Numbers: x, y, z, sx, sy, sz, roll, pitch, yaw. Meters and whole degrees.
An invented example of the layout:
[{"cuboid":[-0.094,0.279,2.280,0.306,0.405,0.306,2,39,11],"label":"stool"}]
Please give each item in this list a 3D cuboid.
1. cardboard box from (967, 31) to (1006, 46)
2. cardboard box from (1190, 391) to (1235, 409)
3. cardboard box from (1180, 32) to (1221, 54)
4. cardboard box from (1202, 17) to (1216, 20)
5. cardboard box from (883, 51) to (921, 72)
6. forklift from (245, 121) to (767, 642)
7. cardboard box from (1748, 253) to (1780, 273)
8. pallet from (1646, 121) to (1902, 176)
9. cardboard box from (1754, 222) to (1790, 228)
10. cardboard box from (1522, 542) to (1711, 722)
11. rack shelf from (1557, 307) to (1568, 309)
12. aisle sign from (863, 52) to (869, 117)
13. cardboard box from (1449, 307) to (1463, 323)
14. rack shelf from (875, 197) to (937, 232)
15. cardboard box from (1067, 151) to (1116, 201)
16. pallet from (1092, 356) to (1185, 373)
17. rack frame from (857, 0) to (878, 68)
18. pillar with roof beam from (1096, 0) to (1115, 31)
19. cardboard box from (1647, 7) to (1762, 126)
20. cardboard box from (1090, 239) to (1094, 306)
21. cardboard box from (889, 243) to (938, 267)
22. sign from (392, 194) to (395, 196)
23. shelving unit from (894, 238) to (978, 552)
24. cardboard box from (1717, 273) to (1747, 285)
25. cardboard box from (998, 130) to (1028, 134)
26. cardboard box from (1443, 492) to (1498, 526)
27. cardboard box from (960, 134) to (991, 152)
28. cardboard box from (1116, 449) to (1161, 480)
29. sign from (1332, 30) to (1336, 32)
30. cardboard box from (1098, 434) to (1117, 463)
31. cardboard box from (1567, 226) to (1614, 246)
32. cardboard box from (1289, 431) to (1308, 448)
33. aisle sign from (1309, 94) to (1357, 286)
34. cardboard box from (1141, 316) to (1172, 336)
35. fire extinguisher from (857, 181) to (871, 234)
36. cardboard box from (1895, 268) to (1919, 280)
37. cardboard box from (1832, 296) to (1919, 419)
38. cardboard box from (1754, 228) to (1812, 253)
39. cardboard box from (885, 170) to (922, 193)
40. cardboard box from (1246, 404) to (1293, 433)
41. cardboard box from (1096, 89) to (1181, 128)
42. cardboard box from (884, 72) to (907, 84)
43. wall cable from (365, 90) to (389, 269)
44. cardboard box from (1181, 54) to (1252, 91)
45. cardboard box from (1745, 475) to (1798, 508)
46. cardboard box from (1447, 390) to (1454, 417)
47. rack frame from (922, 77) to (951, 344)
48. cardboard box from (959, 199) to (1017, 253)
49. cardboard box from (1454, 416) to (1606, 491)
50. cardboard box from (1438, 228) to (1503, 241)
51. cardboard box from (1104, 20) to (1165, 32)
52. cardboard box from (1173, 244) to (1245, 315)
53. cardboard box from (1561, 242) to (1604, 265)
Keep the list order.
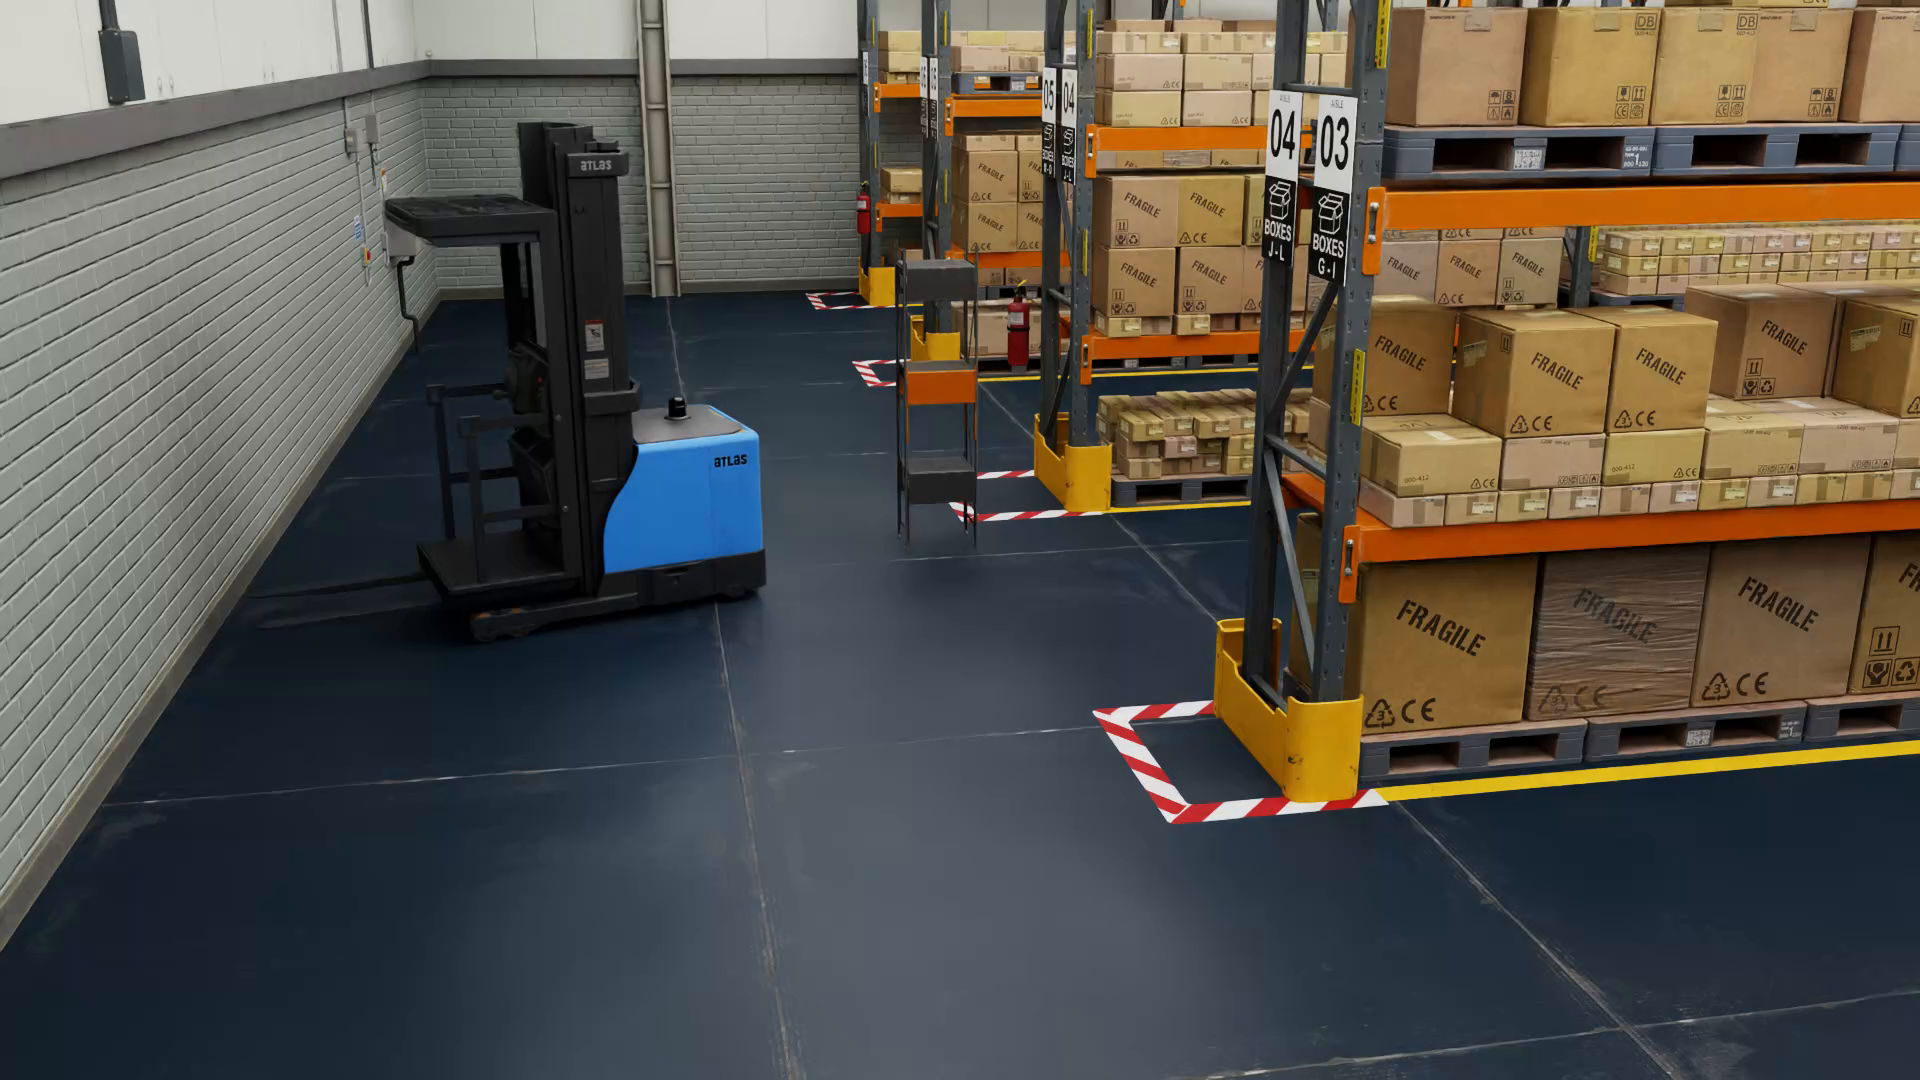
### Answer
[{"cuboid":[0.288,-6.414,21.374,0.500,0.250,0.500,-4,17,-11],"label":"cardboard box"},{"cuboid":[2.020,-1.081,13.349,0.250,0.149,0.380,-4,18,-13],"label":"cardboard box"},{"cuboid":[1.689,-3.559,11.905,0.250,0.149,0.380,-3,17,-11],"label":"cardboard box"},{"cuboid":[3.279,-6.850,22.226,0.258,0.266,0.396,-3,17,-10],"label":"cardboard box"},{"cuboid":[-0.702,-6.114,21.248,0.500,0.250,0.500,-3,17,-11],"label":"cardboard box"},{"cuboid":[-2.791,-0.974,9.992,3.031,2.935,1.130,-9,19,-26],"label":"forklift"},{"cuboid":[6.223,-2.206,13.092,0.250,0.149,0.380,-3,17,-8],"label":"cardboard box"},{"cuboid":[3.563,-1.881,7.868,1.213,0.211,1.003,-3,17,-10],"label":"pallet"},{"cuboid":[6.623,-2.566,13.755,0.250,0.149,0.380,-3,17,-11],"label":"cardboard box"},{"cuboid":[3.143,0.330,8.533,0.875,0.875,0.875,-3,17,-10],"label":"cardboard box"},{"cuboid":[6.685,-1.802,13.794,4.000,0.370,1.077,-3,17,-10],"label":"rack shelf"},{"cuboid":[-1.201,-5.818,21.216,0.004,0.787,0.394,-3,17,-10],"label":"aisle sign"},{"cuboid":[3.713,-1.793,12.967,0.250,0.149,0.380,-4,17,-12],"label":"cardboard box"},{"cuboid":[0.774,-4.431,22.354,4.000,0.370,1.077,-3,17,-10],"label":"rack shelf"},{"cuboid":[1.291,-3.765,17.087,0.500,0.500,0.500,-3,17,-11],"label":"cardboard box"},{"cuboid":[1.722,-2.034,18.074,1.213,0.211,1.003,-3,17,-10],"label":"pallet"},{"cuboid":[-1.189,-7.531,21.005,0.127,3.000,1.000,-3,17,-10],"label":"rack frame"},{"cuboid":[2.700,-6.734,18.410,0.400,9.000,9.100,-3,17,-10],"label":"pillar with roof beam"},{"cuboid":[3.210,-2.190,7.668,0.500,0.500,0.700,-4,18,-14],"label":"cardboard box"},{"cuboid":[1.187,-2.101,12.865,0.500,0.500,0.500,-3,17,-9],"label":"cardboard box"},{"cuboid":[-0.571,-3.678,22.213,0.637,0.503,0.797,-4,18,-13],"label":"cardboard box"},{"cuboid":[-6.328,-3.611,18.621,0.001,0.494,0.329,-3,17,-10],"label":"sign"},{"cuboid":[-0.163,-0.995,11.473,0.503,2.100,0.431,-3,17,-10],"label":"shelving unit"},{"cuboid":[5.960,-2.048,13.082,0.250,0.149,0.380,-3,17,-10],"label":"cardboard box"},{"cuboid":[0.553,-4.206,17.418,0.250,0.149,0.380,-3,17,-11],"label":"cardboard box"},{"cuboid":[2.299,-0.195,7.766,0.250,0.149,0.380,-4,17,-11],"label":"cardboard box"},{"cuboid":[0.157,-4.008,16.776,0.250,0.149,0.380,-3,17,-9],"label":"cardboard box"},{"cuboid":[1.369,-0.586,12.752,0.250,0.149,0.380,-3,17,-9],"label":"cardboard box"},{"cuboid":[3.790,-5.014,16.905,0.005,0.325,0.100,-3,17,-10],"label":"sign"},{"cuboid":[1.272,-0.739,13.248,0.250,0.149,0.380,-3,17,-10],"label":"cardboard box"},{"cuboid":[5.079,-2.478,13.469,0.250,0.149,0.380,-2,17,-8],"label":"cardboard box"},{"cuboid":[2.634,-0.837,13.062,0.250,0.149,0.380,-2,17,-8],"label":"cardboard box"},{"cuboid":[1.622,-1.528,7.250,0.004,0.787,0.394,-3,17,-10],"label":"aisle sign"},{"cuboid":[1.417,-1.641,12.473,0.250,0.149,0.380,-3,17,-8],"label":"cardboard box"},{"cuboid":[-1.246,-4.307,21.491,0.183,0.674,0.296,-3,17,-10],"label":"fire extinguisher"},{"cuboid":[7.510,-2.137,13.373,0.250,0.149,0.380,-3,17,-11],"label":"cardboard box"},{"cuboid":[4.670,-0.898,8.099,0.500,0.500,0.500,-3,17,-10],"label":"cardboard box"},{"cuboid":[6.465,-2.361,13.089,0.250,0.149,0.380,-3,17,-8],"label":"cardboard box"},{"cuboid":[-0.693,-4.681,21.694,0.500,0.250,0.500,-3,17,-10],"label":"cardboard box"},{"cuboid":[2.395,-0.942,12.898,0.250,0.149,0.380,-3,17,-8],"label":"cardboard box"},{"cuboid":[1.284,-3.125,12.023,0.500,0.250,0.500,-3,17,-8],"label":"cardboard box"},{"cuboid":[-0.832,-5.928,21.322,0.250,0.149,0.380,-3,17,-9],"label":"cardboard box"},{"cuboid":[-6.056,-3.806,17.363,0.122,1.984,0.588,-3,17,-10],"label":"wall cable"},{"cuboid":[1.787,-3.391,12.040,0.500,0.250,0.500,-3,17,-11],"label":"cardboard box"},{"cuboid":[3.814,-0.282,8.047,0.250,0.149,0.380,-3,17,-10],"label":"cardboard box"},{"cuboid":[2.560,-0.578,8.333,0.500,0.250,0.500,-4,17,-11],"label":"cardboard box"},{"cuboid":[-0.244,-3.233,17.228,0.127,3.000,1.000,-3,17,-10],"label":"rack frame"},{"cuboid":[0.282,-3.224,17.031,0.500,0.500,0.500,-3,17,-11],"label":"cardboard box"},{"cuboid":[2.668,-0.426,7.839,0.500,0.250,0.500,-3,17,-11],"label":"cardboard box"},{"cuboid":[3.805,-2.568,12.683,0.500,0.500,0.500,-4,17,-12],"label":"cardboard box"},{"cuboid":[1.764,-5.032,16.921,0.500,0.500,0.500,-3,17,-9],"label":"cardboard box"},{"cuboid":[1.808,-1.984,12.485,0.500,0.500,0.500,-3,17,-10],"label":"cardboard box"},{"cuboid":[5.075,-2.336,13.515,0.250,0.149,0.380,-3,17,-9],"label":"cardboard box"}]
